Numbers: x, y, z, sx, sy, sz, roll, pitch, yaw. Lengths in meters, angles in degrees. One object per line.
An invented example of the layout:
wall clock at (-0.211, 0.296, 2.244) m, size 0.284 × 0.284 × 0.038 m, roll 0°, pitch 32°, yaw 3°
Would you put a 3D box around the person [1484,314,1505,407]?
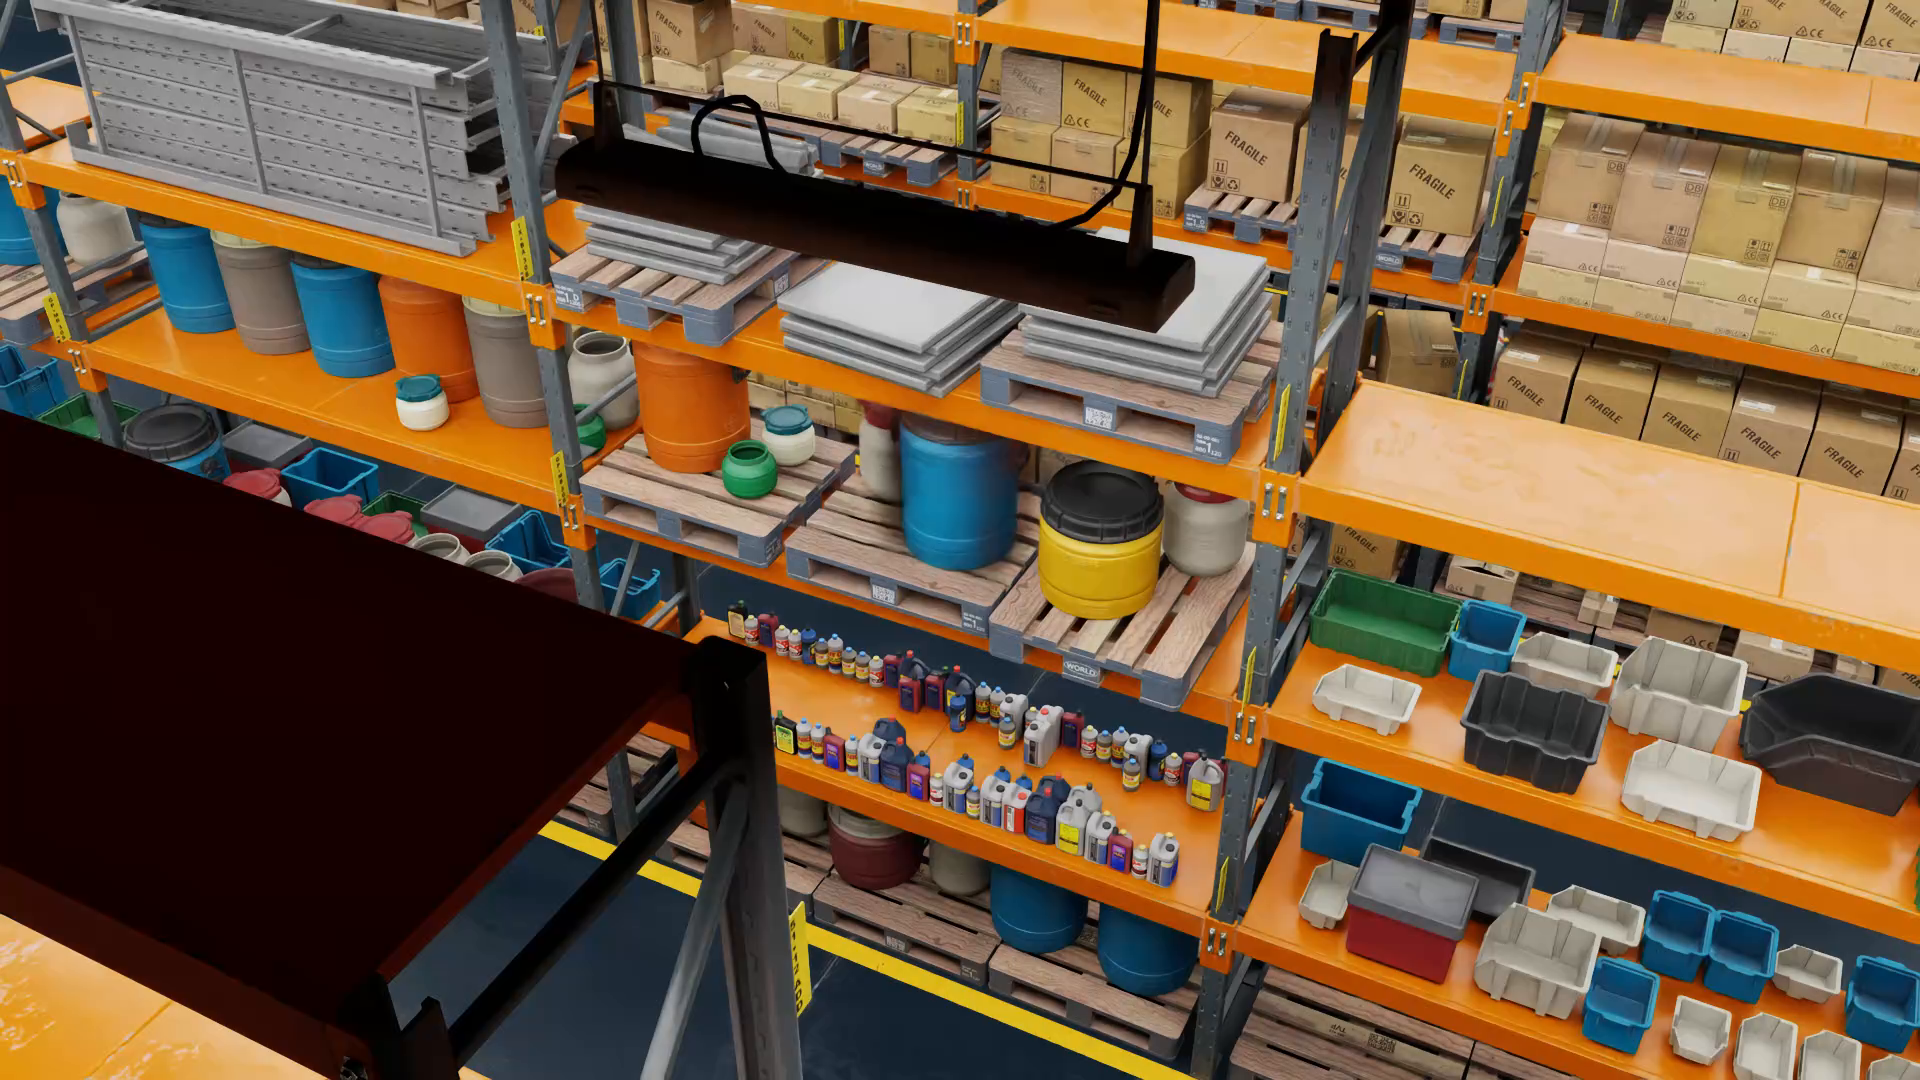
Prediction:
person at (4.301, -1.305, 14.170) m, size 1.054 × 1.718 × 0.633 m, roll 17°, pitch 38°, yaw 22°
